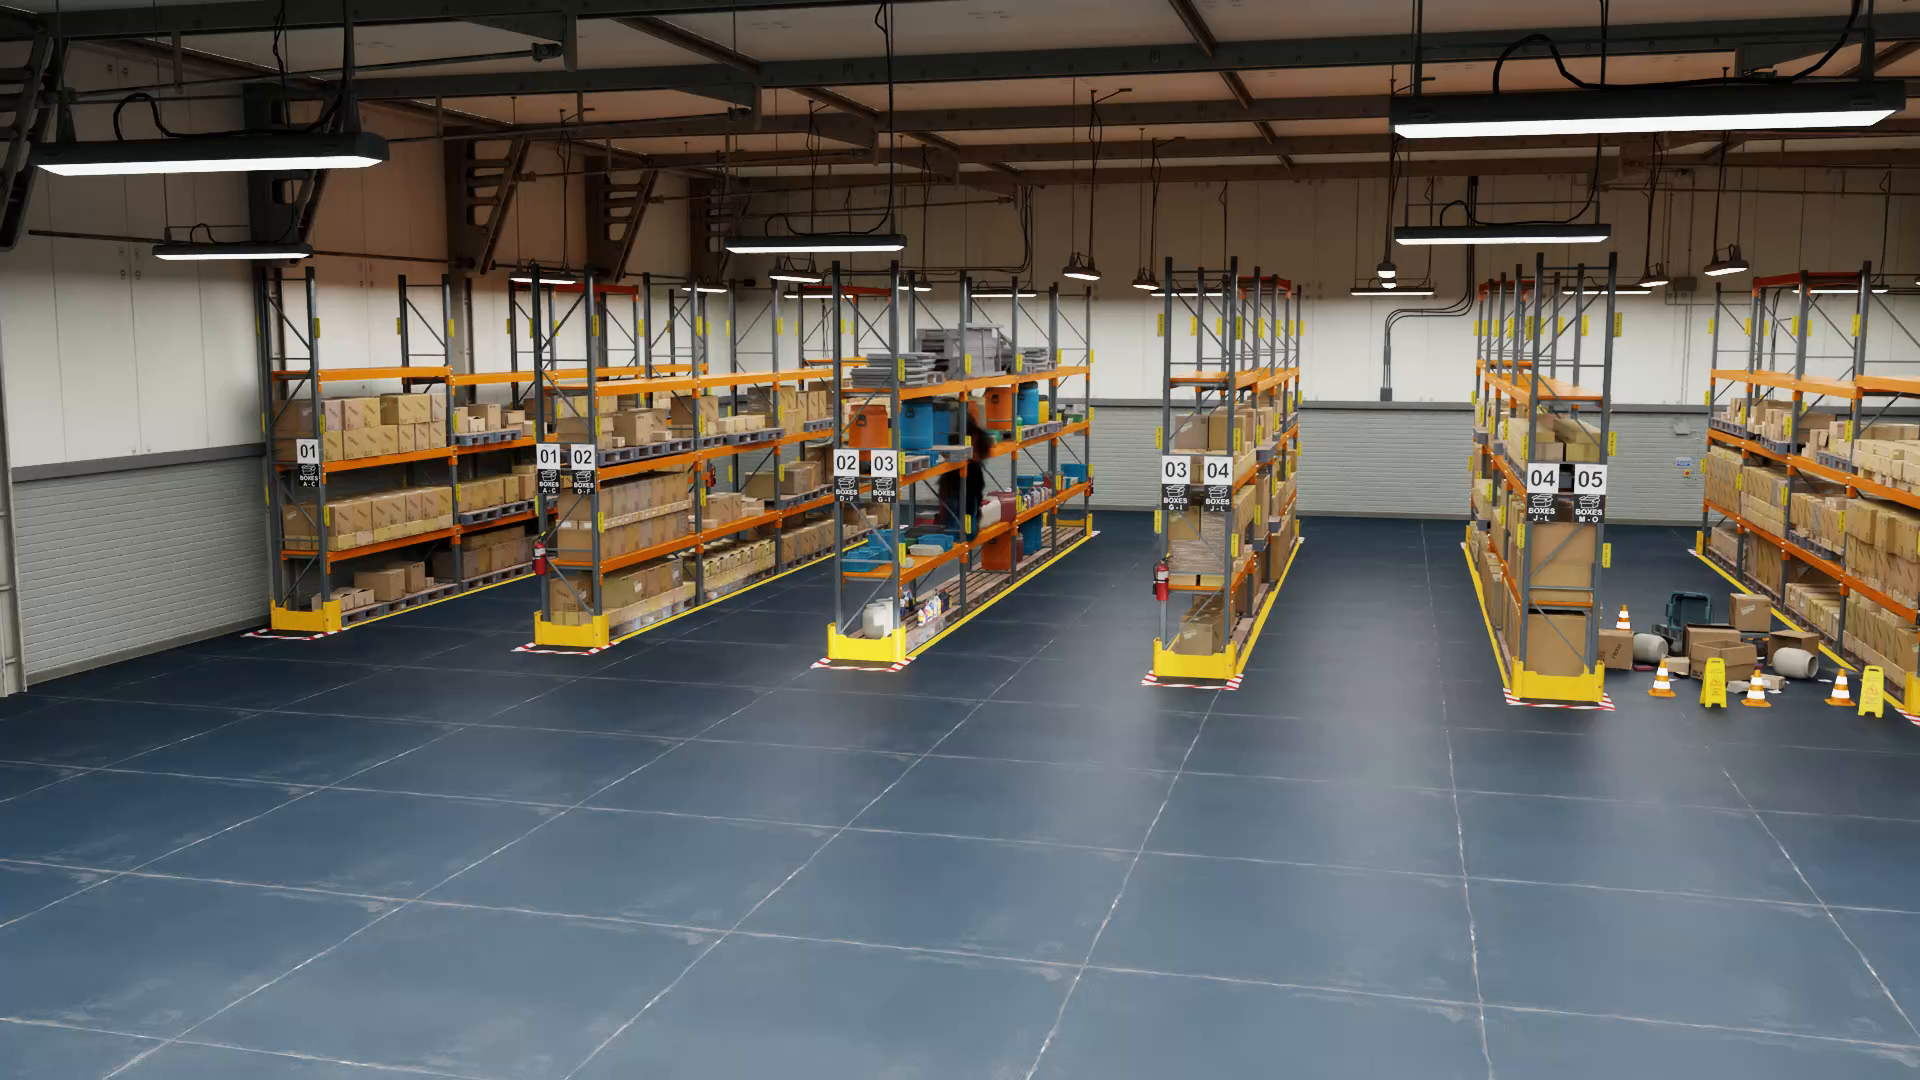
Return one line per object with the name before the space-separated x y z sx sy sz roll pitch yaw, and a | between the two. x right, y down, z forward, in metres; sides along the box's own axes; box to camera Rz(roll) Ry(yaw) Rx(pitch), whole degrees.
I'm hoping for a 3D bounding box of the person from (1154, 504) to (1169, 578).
person | 4.042 -0.066 31.781 0.659 1.825 0.719 1 7 5
